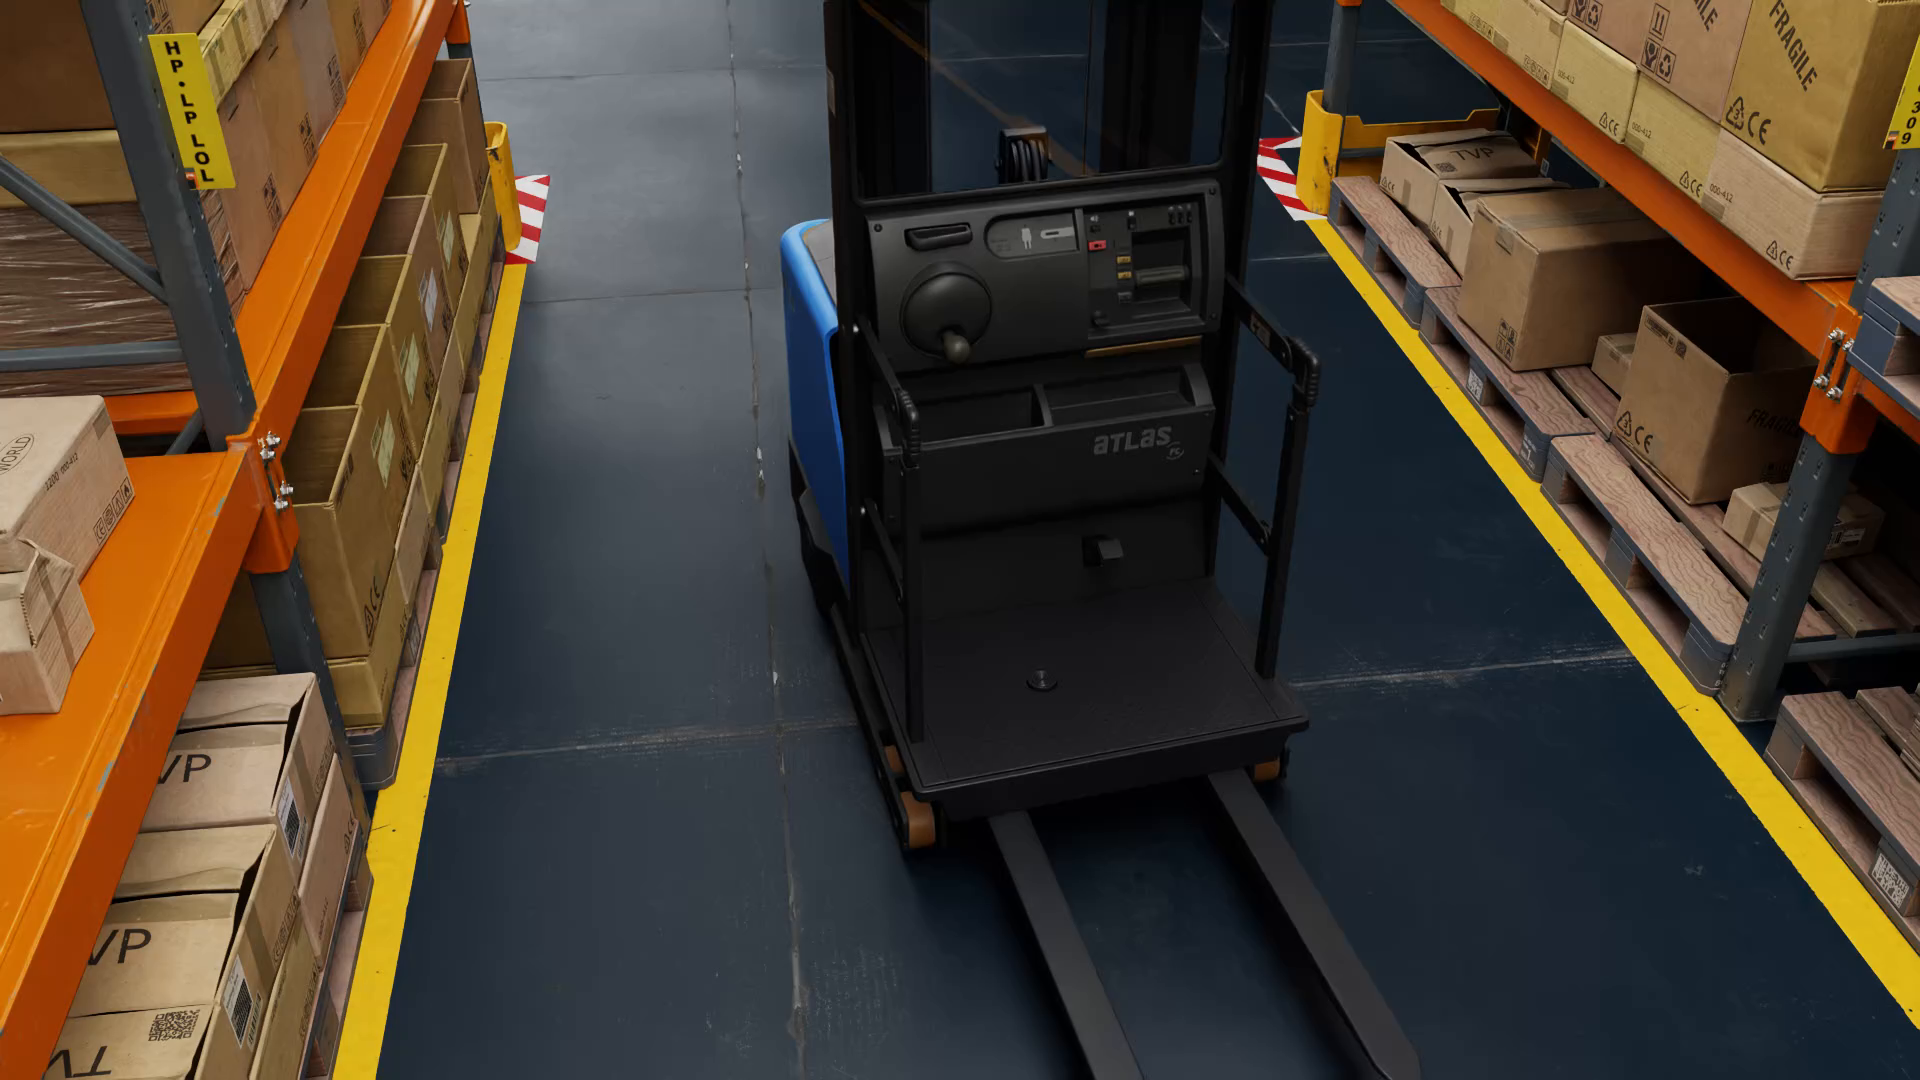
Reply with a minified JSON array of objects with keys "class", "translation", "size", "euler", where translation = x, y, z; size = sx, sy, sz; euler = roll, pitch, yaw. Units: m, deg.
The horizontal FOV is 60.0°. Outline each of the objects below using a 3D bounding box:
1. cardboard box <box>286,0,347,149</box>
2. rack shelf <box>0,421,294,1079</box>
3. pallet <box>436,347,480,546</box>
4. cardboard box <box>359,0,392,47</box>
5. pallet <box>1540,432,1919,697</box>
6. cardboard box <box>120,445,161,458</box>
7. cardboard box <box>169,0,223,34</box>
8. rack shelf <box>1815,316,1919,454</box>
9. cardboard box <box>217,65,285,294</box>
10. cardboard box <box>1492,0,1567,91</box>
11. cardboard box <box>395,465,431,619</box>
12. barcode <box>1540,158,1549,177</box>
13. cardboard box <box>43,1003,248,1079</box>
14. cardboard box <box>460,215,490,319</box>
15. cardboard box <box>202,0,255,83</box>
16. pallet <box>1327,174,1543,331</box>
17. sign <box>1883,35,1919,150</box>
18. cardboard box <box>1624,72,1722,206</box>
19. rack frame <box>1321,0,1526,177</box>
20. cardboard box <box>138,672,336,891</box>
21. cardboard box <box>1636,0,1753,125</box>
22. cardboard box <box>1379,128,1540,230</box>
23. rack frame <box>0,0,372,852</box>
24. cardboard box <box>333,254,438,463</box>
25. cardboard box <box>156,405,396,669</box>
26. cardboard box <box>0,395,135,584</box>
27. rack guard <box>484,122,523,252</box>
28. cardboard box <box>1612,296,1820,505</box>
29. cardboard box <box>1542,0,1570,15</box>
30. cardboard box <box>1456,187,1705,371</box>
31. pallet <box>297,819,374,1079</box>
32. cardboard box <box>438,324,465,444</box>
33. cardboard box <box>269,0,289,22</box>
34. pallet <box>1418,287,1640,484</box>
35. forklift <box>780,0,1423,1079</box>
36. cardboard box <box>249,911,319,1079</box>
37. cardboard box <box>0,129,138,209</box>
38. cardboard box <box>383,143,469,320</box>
[{"class":"cardboard box","translation":[-2.391,-1.531,5.245],"size":[0.700,0.500,0.500],"euler":[-3,34,-5]},{"class":"rack shelf","translation":[-1.845,1.030,2.214],"size":[1.077,0.370,4.000],"euler":[-4,35,-6]},{"class":"pallet","translation":[-2.347,-0.360,6.091],"size":[1.003,0.211,1.213],"euler":[-4,35,-6]},{"class":"cardboard box","translation":[-2.527,-2.102,6.083],"size":[0.700,0.500,0.500],"euler":[-4,34,-5]},{"class":"pallet","translation":[2.669,0.020,5.533],"size":[1.003,0.211,1.213],"euler":[-4,35,-6]},{"class":"cardboard box","translation":[-2.449,-0.252,4.860],"size":[0.500,0.500,0.500],"euler":[-4,35,-6]},{"class":"cardboard box","translation":[-2.249,-1.490,4.031],"size":[0.700,0.500,0.500],"euler":[-4,35,-6]},{"class":"rack shelf","translation":[3.063,0.653,2.767],"size":[1.077,0.370,4.000],"euler":[-4,35,-6]},{"class":"cardboard box","translation":[-2.257,-0.965,4.414],"size":[0.700,0.500,0.500],"euler":[-5,35,-7]},{"class":"cardboard box","translation":[2.220,-1.787,5.824],"size":[0.500,0.250,0.500],"euler":[-4,34,-6]},{"class":"cardboard box","translation":[-1.938,0.018,5.128],"size":[0.500,0.250,0.500],"euler":[-4,35,-6]},{"class":"barcode","translation":[2.659,-1.694,7.561],"size":[0.001,0.075,0.075],"euler":[-4,35,-6]},{"class":"cardboard box","translation":[-1.635,1.121,3.013],"size":[0.500,0.311,0.500],"euler":[-4,35,-7]},{"class":"cardboard box","translation":[-2.208,-1.098,6.766],"size":[0.500,0.250,0.500],"euler":[-4,35,-6]},{"class":"cardboard box","translation":[-2.065,-1.287,4.311],"size":[0.380,0.149,0.250],"euler":[-5,35,-7]},{"class":"pallet","translation":[2.341,-1.342,7.531],"size":[1.003,0.211,1.213],"euler":[-4,35,-6]},{"class":"sign","translation":[2.257,-1.073,3.892],"size":[0.100,0.325,0.005],"euler":[-4,35,-6]},{"class":"cardboard box","translation":[2.371,-1.227,5.002],"size":[0.500,0.250,0.500],"euler":[-4,35,-6]},{"class":"rack frame","translation":[2.256,-2.993,7.478],"size":[1.000,3.000,0.127],"euler":[-4,35,-6]},{"class":"cardboard box","translation":[-1.775,0.552,3.847],"size":[0.500,0.311,0.500],"euler":[-4,35,-6]},{"class":"cardboard box","translation":[2.351,-1.535,4.788],"size":[0.500,0.500,0.500],"euler":[-5,35,-7]},{"class":"cardboard box","translation":[2.260,-1.670,7.534],"size":[0.500,0.311,0.500],"euler":[-8,35,-12]},{"class":"rack frame","translation":[-2.114,-0.383,3.649],"size":[1.000,3.000,0.127],"euler":[-4,35,-6]},{"class":"cardboard box","translation":[-2.001,-0.571,5.327],"size":[0.500,0.500,0.500],"euler":[-4,35,-6]},{"class":"cardboard box","translation":[-1.866,-0.013,4.508],"size":[0.500,0.500,0.500],"euler":[-4,35,-6]},{"class":"cardboard box","translation":[-2.005,-0.050,3.293],"size":[0.500,0.250,0.500],"euler":[-2,34,-3]},{"class":"rack guard","translation":[-2.655,-1.596,7.648],"size":[1.175,0.500,0.348],"euler":[-4,35,-6]},{"class":"cardboard box","translation":[2.615,-0.485,5.628],"size":[0.500,0.500,0.500],"euler":[-7,35,-10]},{"class":"cardboard box","translation":[2.224,-2.107,5.628],"size":[0.500,0.500,0.500],"euler":[-3,34,-5]},{"class":"cardboard box","translation":[2.386,-1.017,6.408],"size":[0.700,0.500,0.500],"euler":[-6,35,-9]},{"class":"pallet","translation":[-1.976,1.177,3.835],"size":[1.003,0.211,1.213],"euler":[-4,35,-6]},{"class":"cardboard box","translation":[-2.073,-0.540,5.947],"size":[0.500,0.250,0.500],"euler":[-4,35,-6]},{"class":"cardboard box","translation":[-2.136,-1.576,4.734],"size":[0.380,0.149,0.250],"euler":[-5,35,-8]},{"class":"pallet","translation":[2.501,-0.662,6.535],"size":[1.003,0.211,1.213],"euler":[-4,35,-6]},{"class":"forklift","translation":[0.288,-0.617,4.053],"size":[1.130,2.935,3.031],"euler":[-9,35,-13]},{"class":"cardboard box","translation":[-1.705,1.071,3.583],"size":[0.500,0.250,0.500],"euler":[-5,35,-7]},{"class":"cardboard box","translation":[-1.958,-0.857,3.679],"size":[0.380,0.149,0.250],"euler":[-4,35,-6]},{"class":"cardboard box","translation":[-2.136,-1.129,6.146],"size":[0.500,0.500,0.500],"euler":[-4,35,-6]}]
